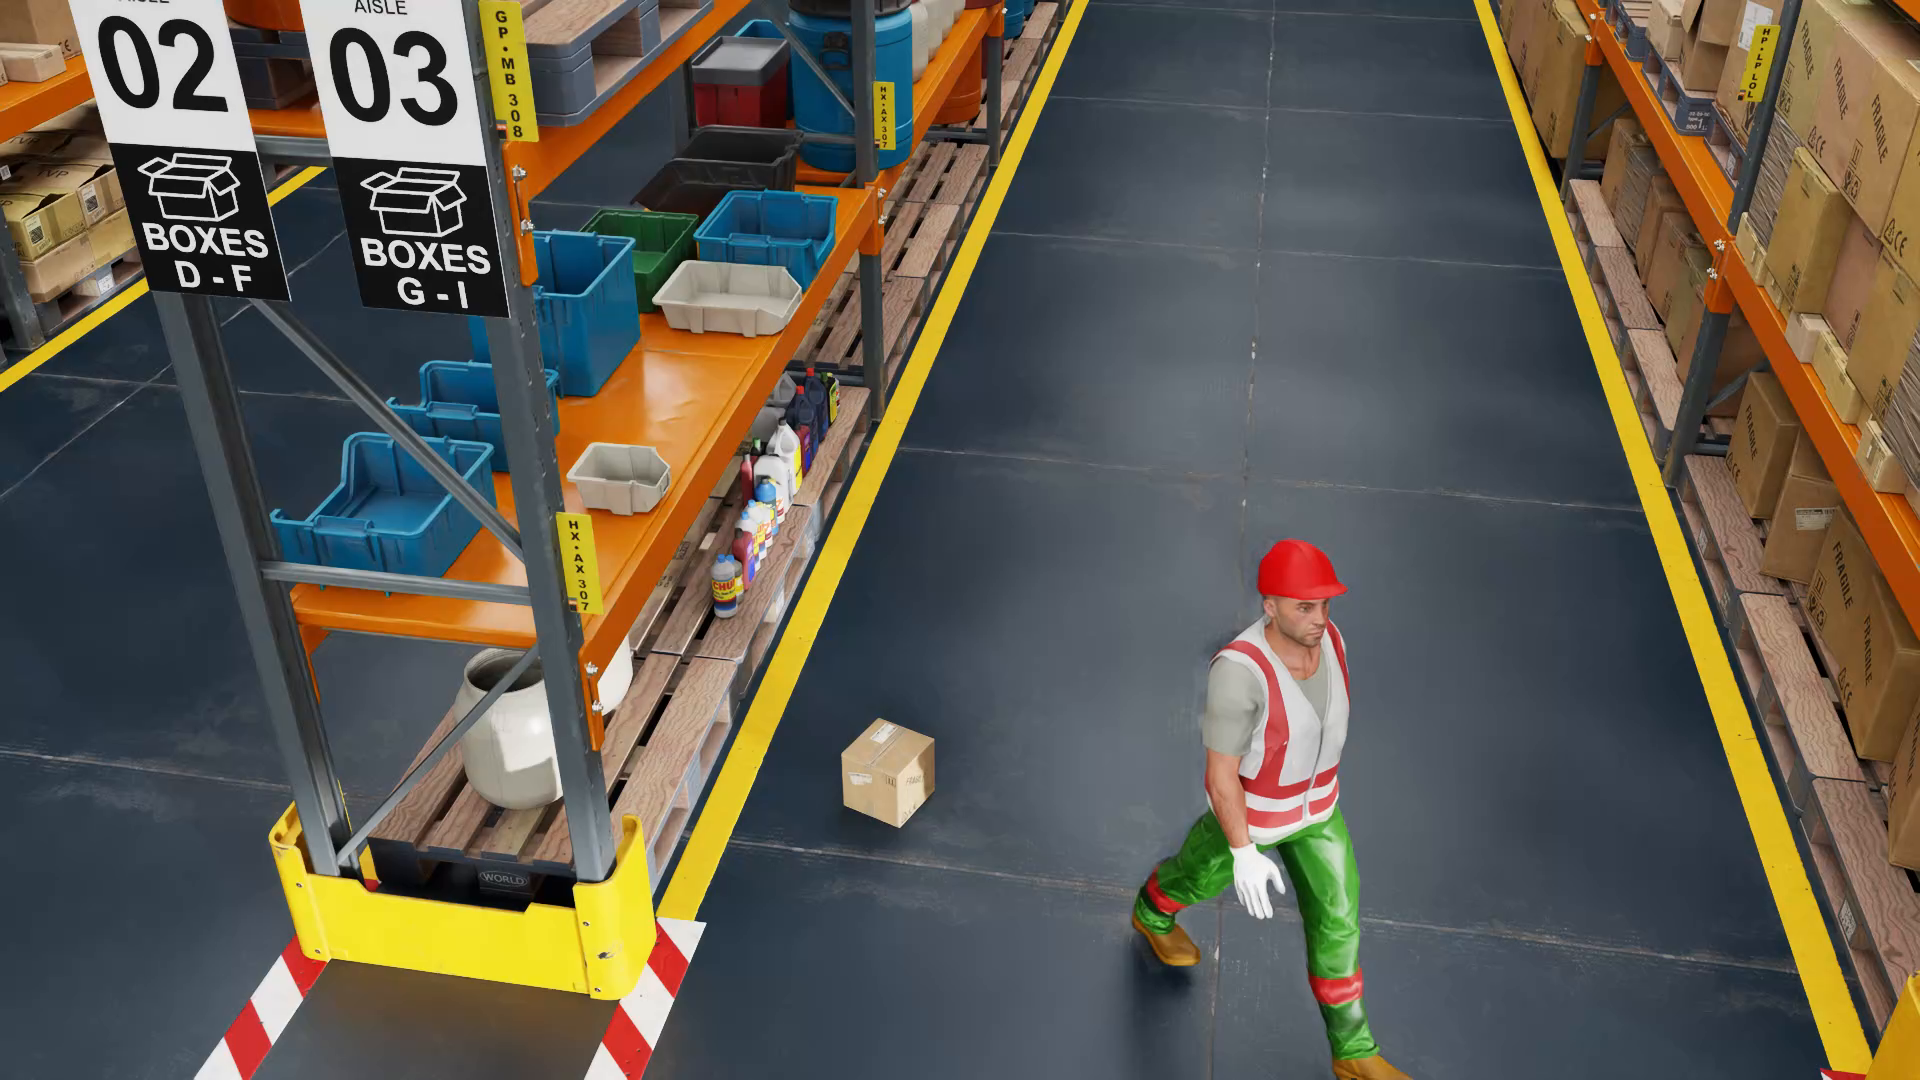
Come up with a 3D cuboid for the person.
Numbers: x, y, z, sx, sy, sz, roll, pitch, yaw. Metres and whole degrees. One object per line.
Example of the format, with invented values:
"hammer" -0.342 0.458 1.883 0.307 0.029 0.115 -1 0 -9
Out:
"person" 0.958 0.794 4.845 0.586 1.731 1.085 -17 36 -25
